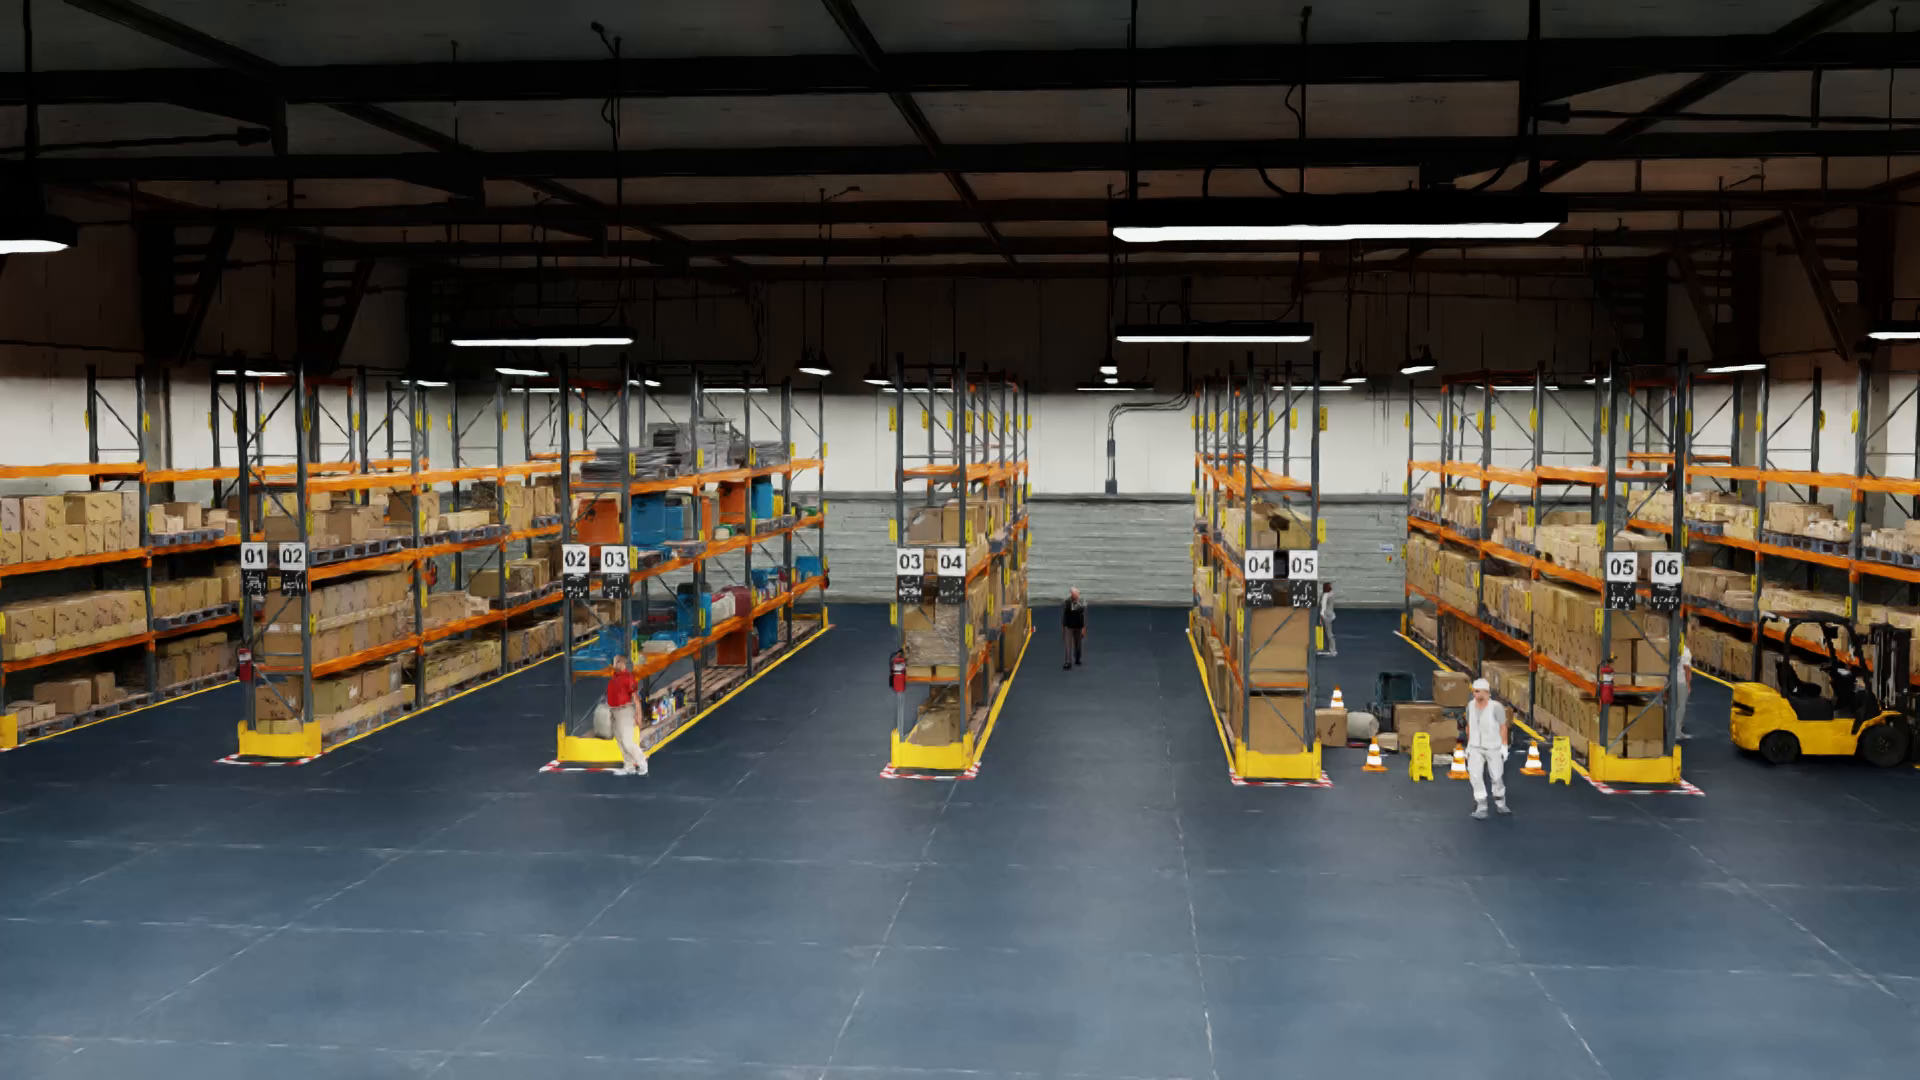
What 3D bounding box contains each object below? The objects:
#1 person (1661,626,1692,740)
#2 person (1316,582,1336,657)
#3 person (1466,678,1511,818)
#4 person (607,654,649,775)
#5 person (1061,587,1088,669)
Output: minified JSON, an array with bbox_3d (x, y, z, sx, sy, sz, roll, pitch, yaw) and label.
[{"bbox_3d":[11.331,2.245,26.301,0.475,1.761,0.595,-2,5,-26],"label":"person"},{"bbox_3d":[7.801,1.678,35.404,0.522,1.591,0.523,3,5,34],"label":"person"},{"bbox_3d":[6.699,2.623,21.086,0.580,1.774,0.571,3,5,40],"label":"person"},{"bbox_3d":[-4.745,2.487,23.576,0.466,1.678,0.591,-3,5,-39],"label":"person"},{"bbox_3d":[2.334,1.768,33.801,0.543,1.649,1.119,0,4,4],"label":"person"}]
